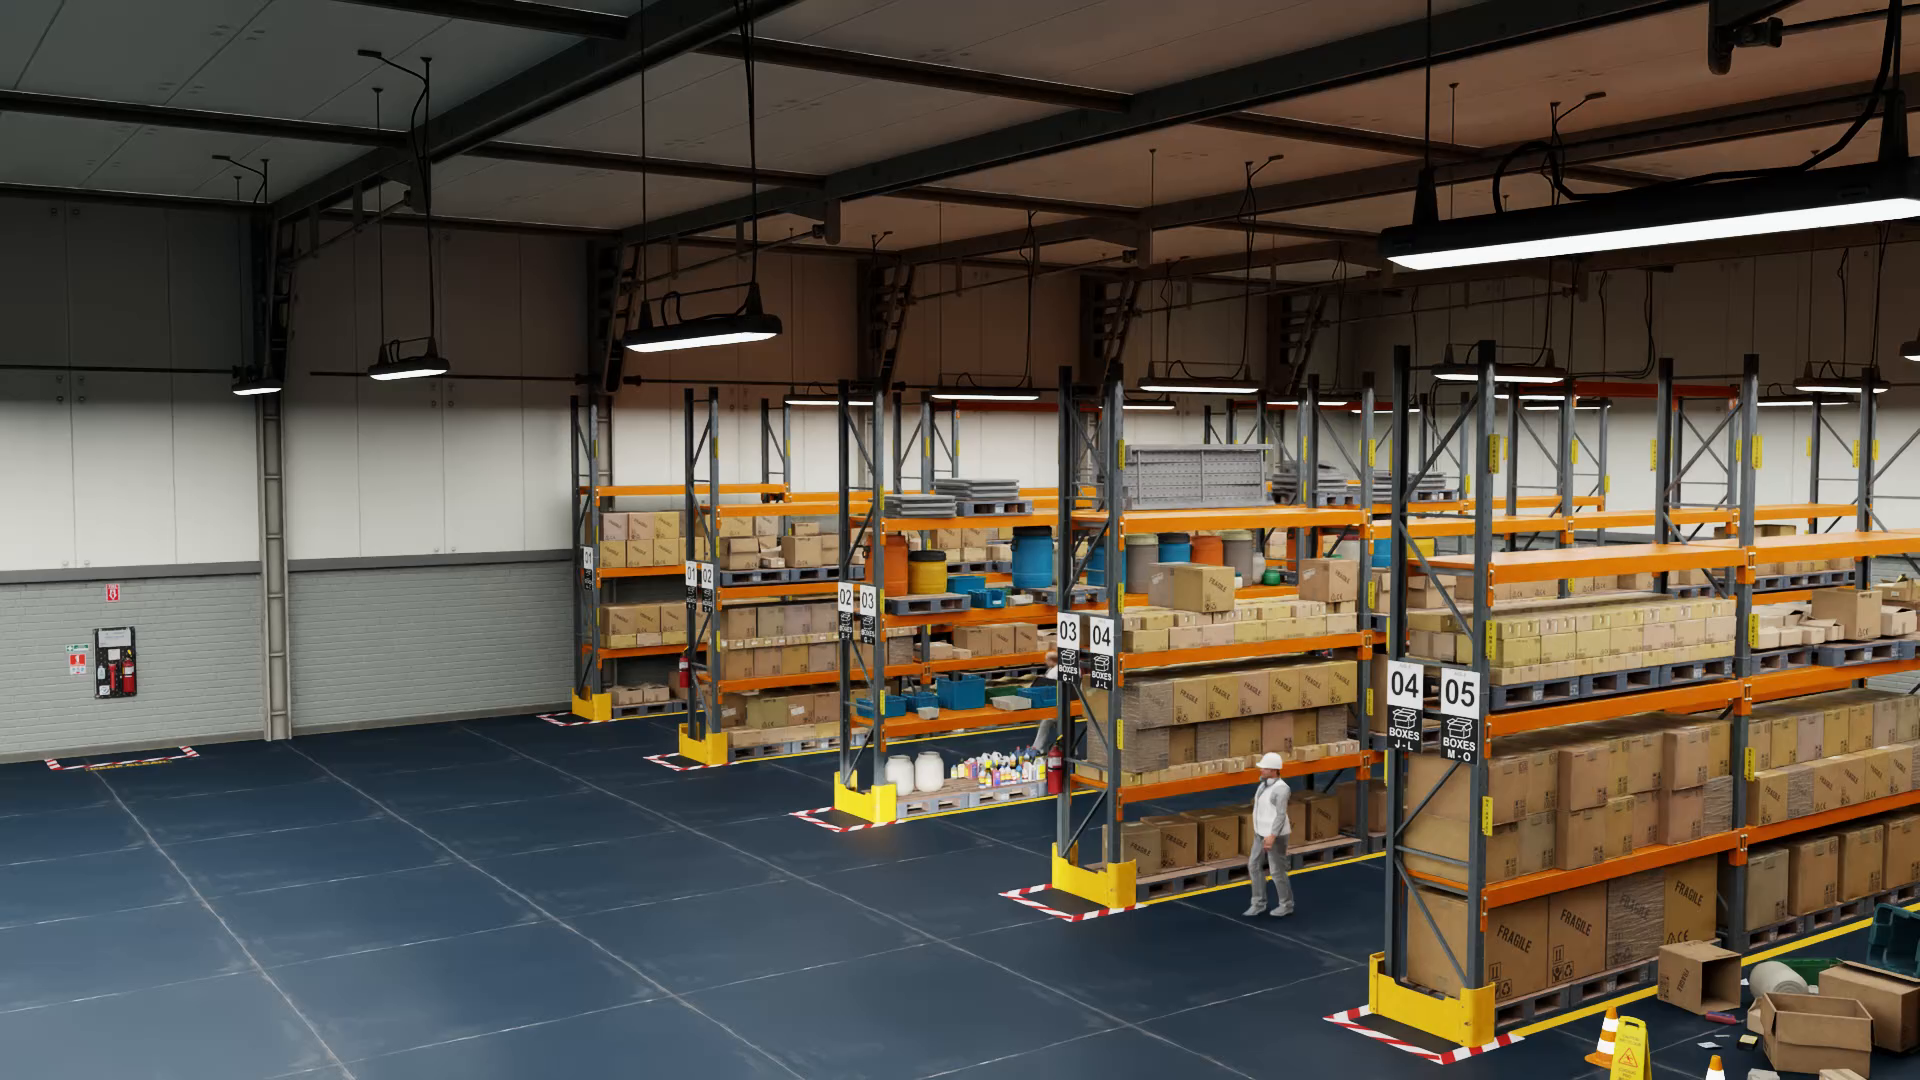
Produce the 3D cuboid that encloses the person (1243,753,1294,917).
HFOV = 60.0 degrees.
[{"bbox_3d":[3.361,3.214,18.026,0.548,1.828,0.585,-1,4,-16],"label":"person"}]

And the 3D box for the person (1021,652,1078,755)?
[{"bbox_3d":[1.447,2.674,26.896,0.984,1.742,0.648,0,3,-4],"label":"person"}]
